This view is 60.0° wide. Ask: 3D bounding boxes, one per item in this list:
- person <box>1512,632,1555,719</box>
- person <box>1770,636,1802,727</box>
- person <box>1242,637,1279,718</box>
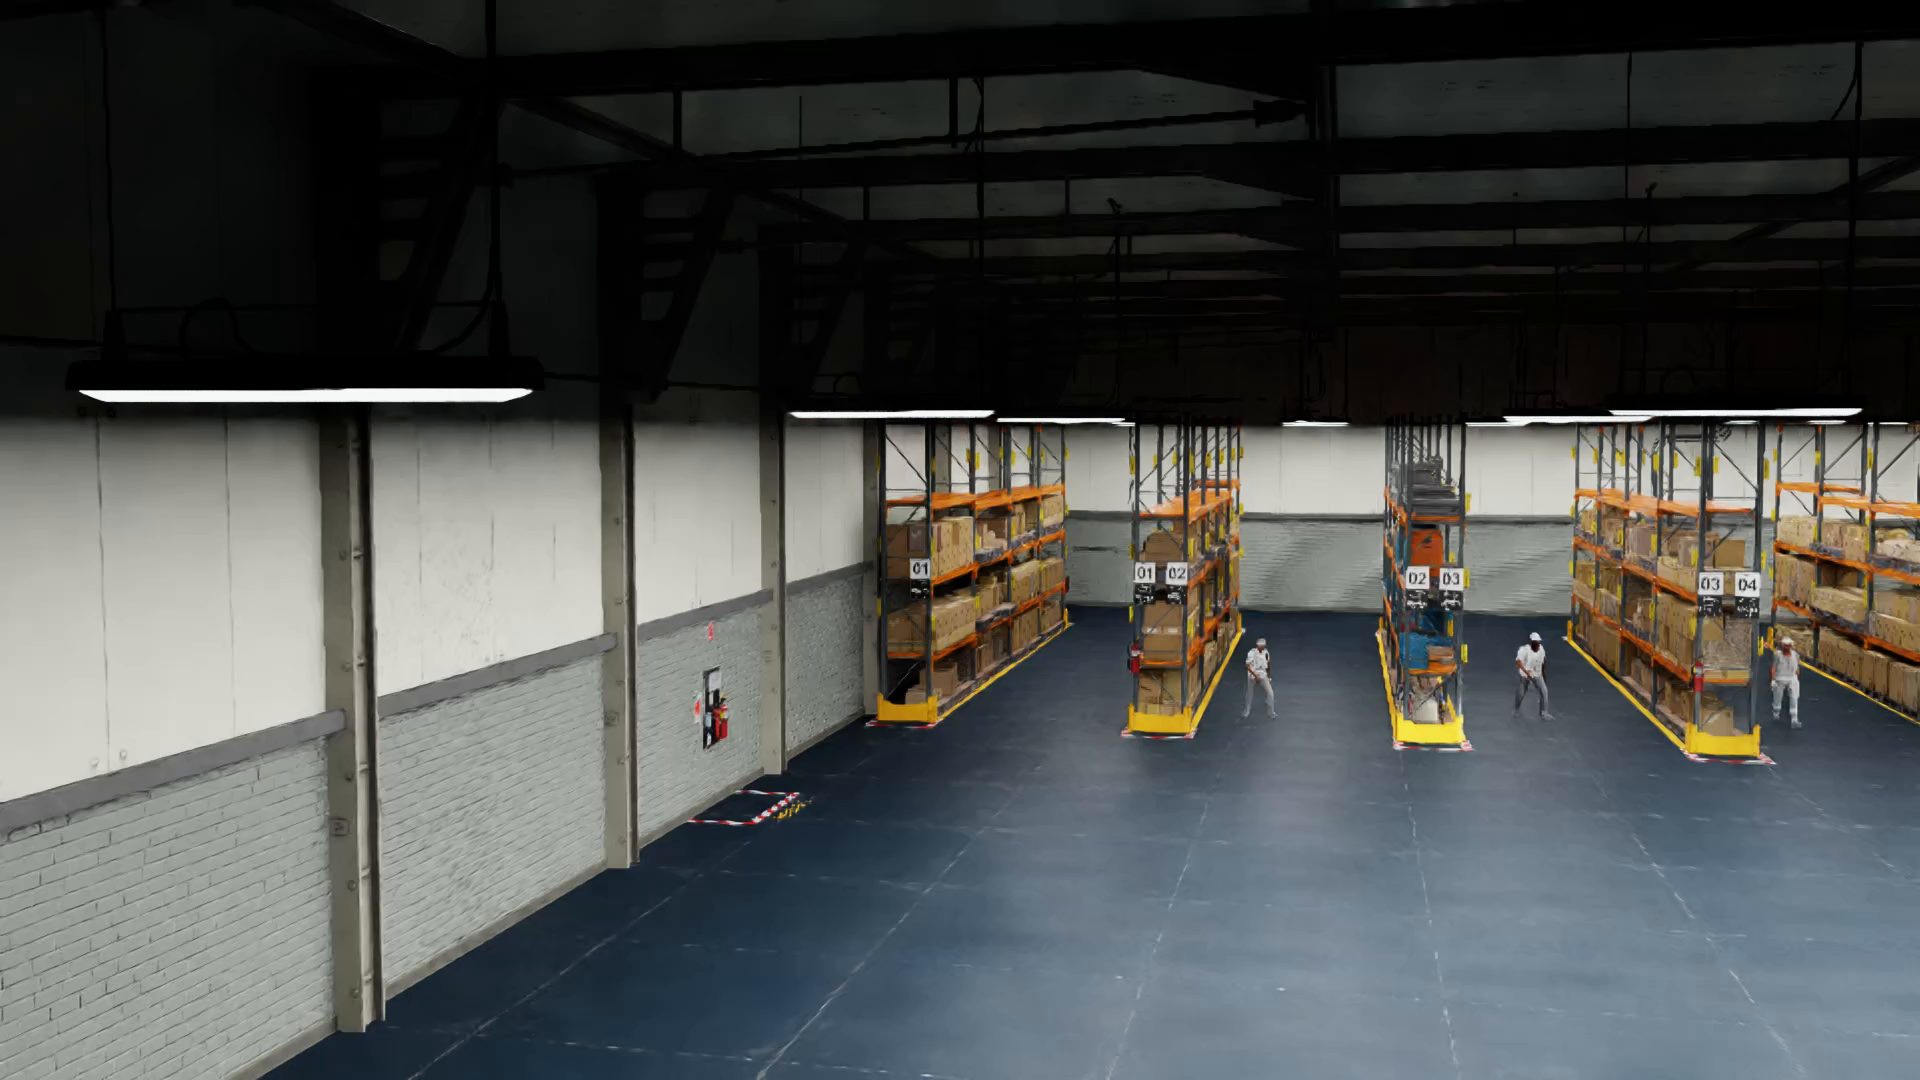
[{"bbox_3d":[11.250,2.652,32.763,0.699,1.705,0.840,0,4,-4],"label":"person"},{"bbox_3d":[15.857,2.694,31.941,0.553,1.706,1.123,1,4,15],"label":"person"},{"bbox_3d":[5.905,2.695,32.793,0.624,1.615,0.776,0,4,-7],"label":"person"}]
